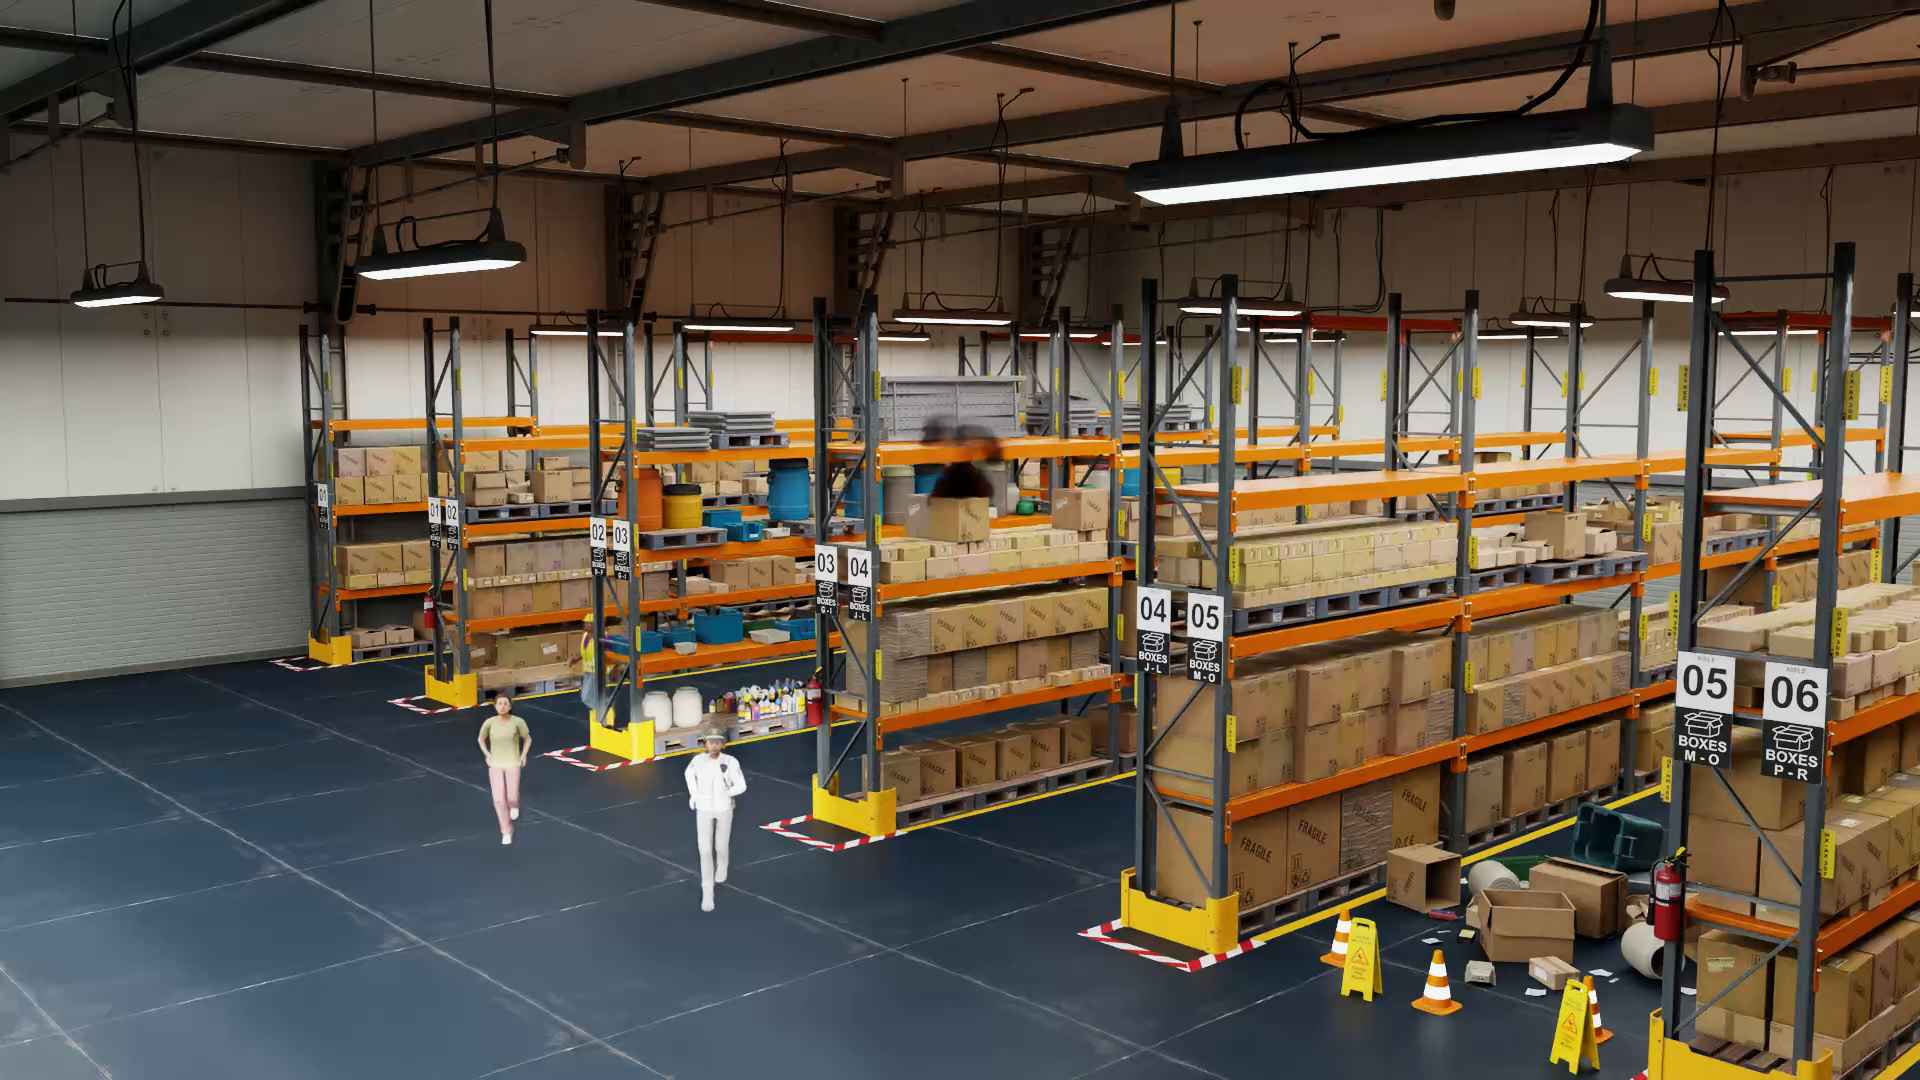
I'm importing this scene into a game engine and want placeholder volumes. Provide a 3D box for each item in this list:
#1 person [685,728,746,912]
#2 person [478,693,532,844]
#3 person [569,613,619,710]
[{"bbox_3d":[-2.399,2.669,16.317,0.613,1.717,0.922,0,6,-4],"label":"person"},{"bbox_3d":[-5.055,2.502,18.471,0.581,1.635,0.638,-1,6,-10],"label":"person"},{"bbox_3d":[-5.292,1.902,23.956,0.710,1.705,0.600,6,8,44],"label":"person"}]
